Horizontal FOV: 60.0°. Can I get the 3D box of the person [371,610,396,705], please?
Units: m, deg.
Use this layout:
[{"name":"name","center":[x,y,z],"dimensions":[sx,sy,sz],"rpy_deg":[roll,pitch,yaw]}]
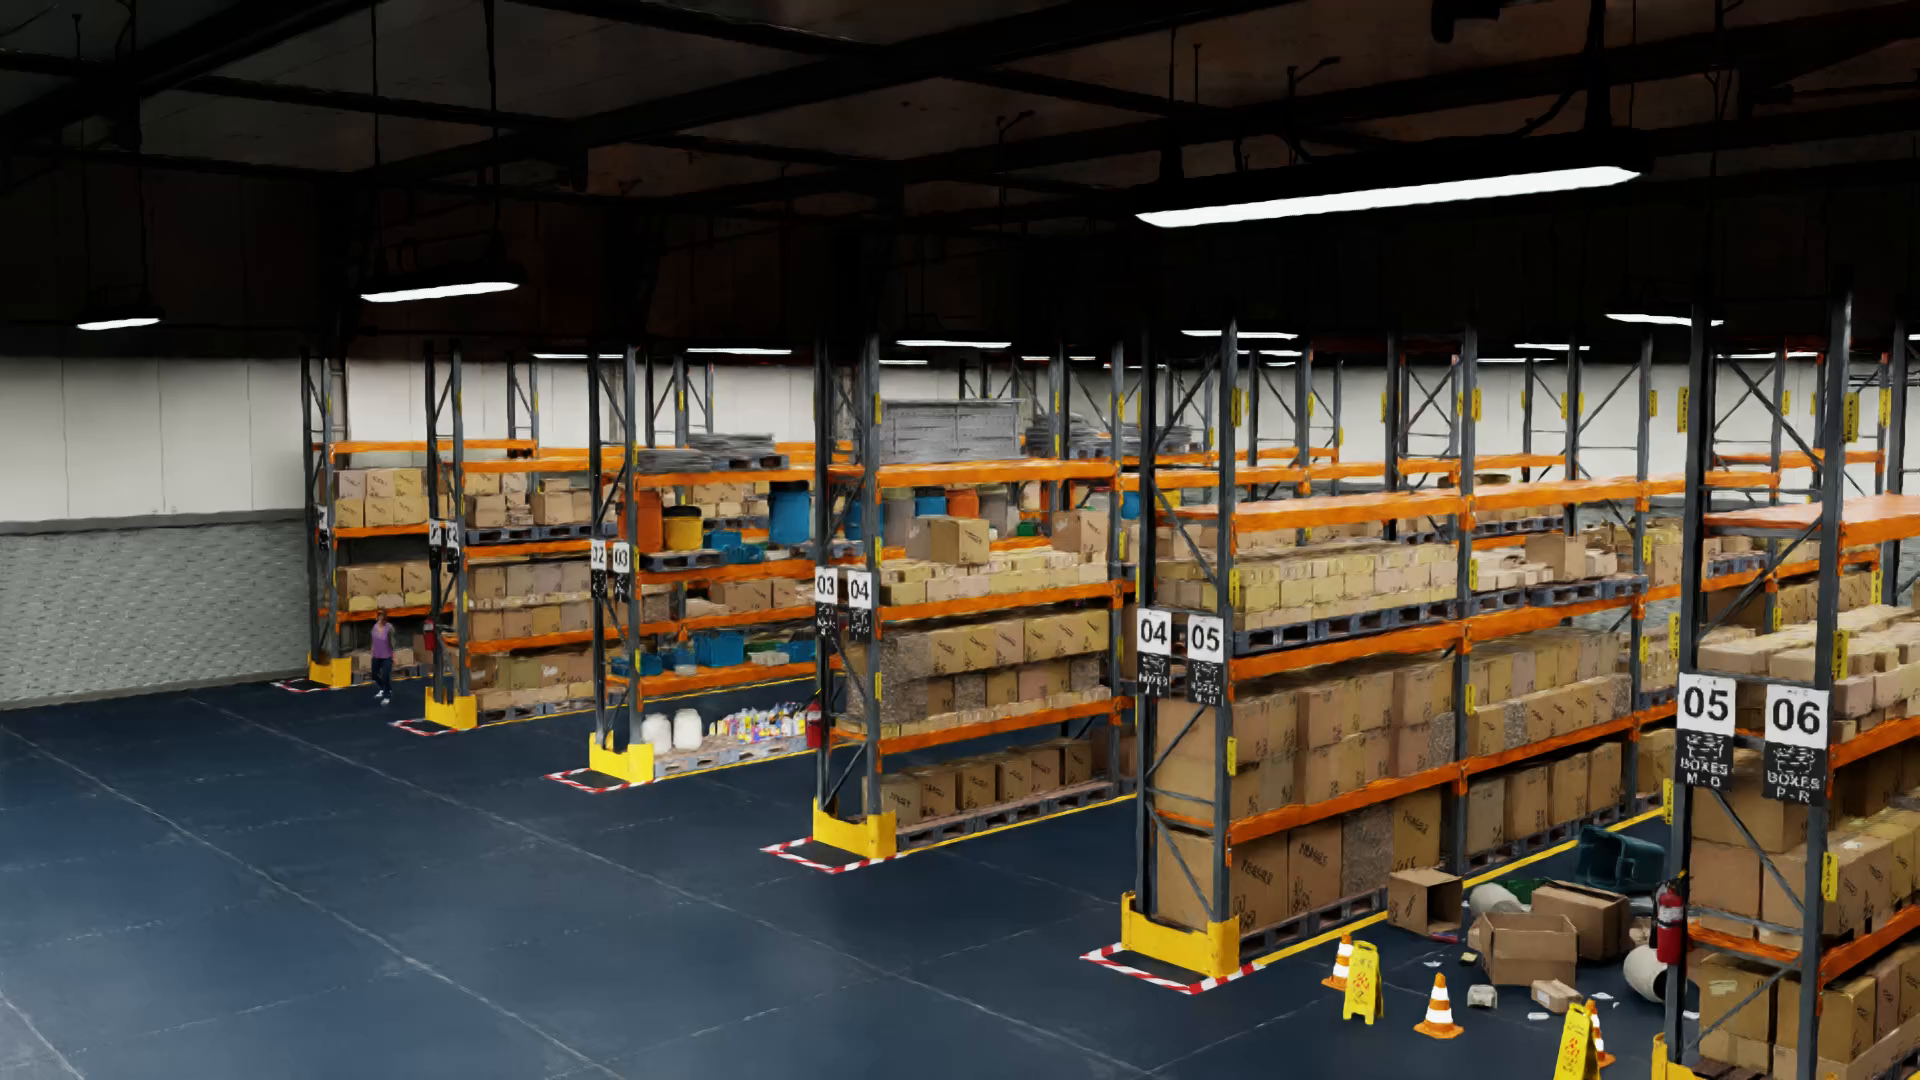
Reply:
[{"name":"person","center":[-9.594,1.940,27.722],"dimensions":[0.476,1.588,0.498],"rpy_deg":[1,5,10]}]
